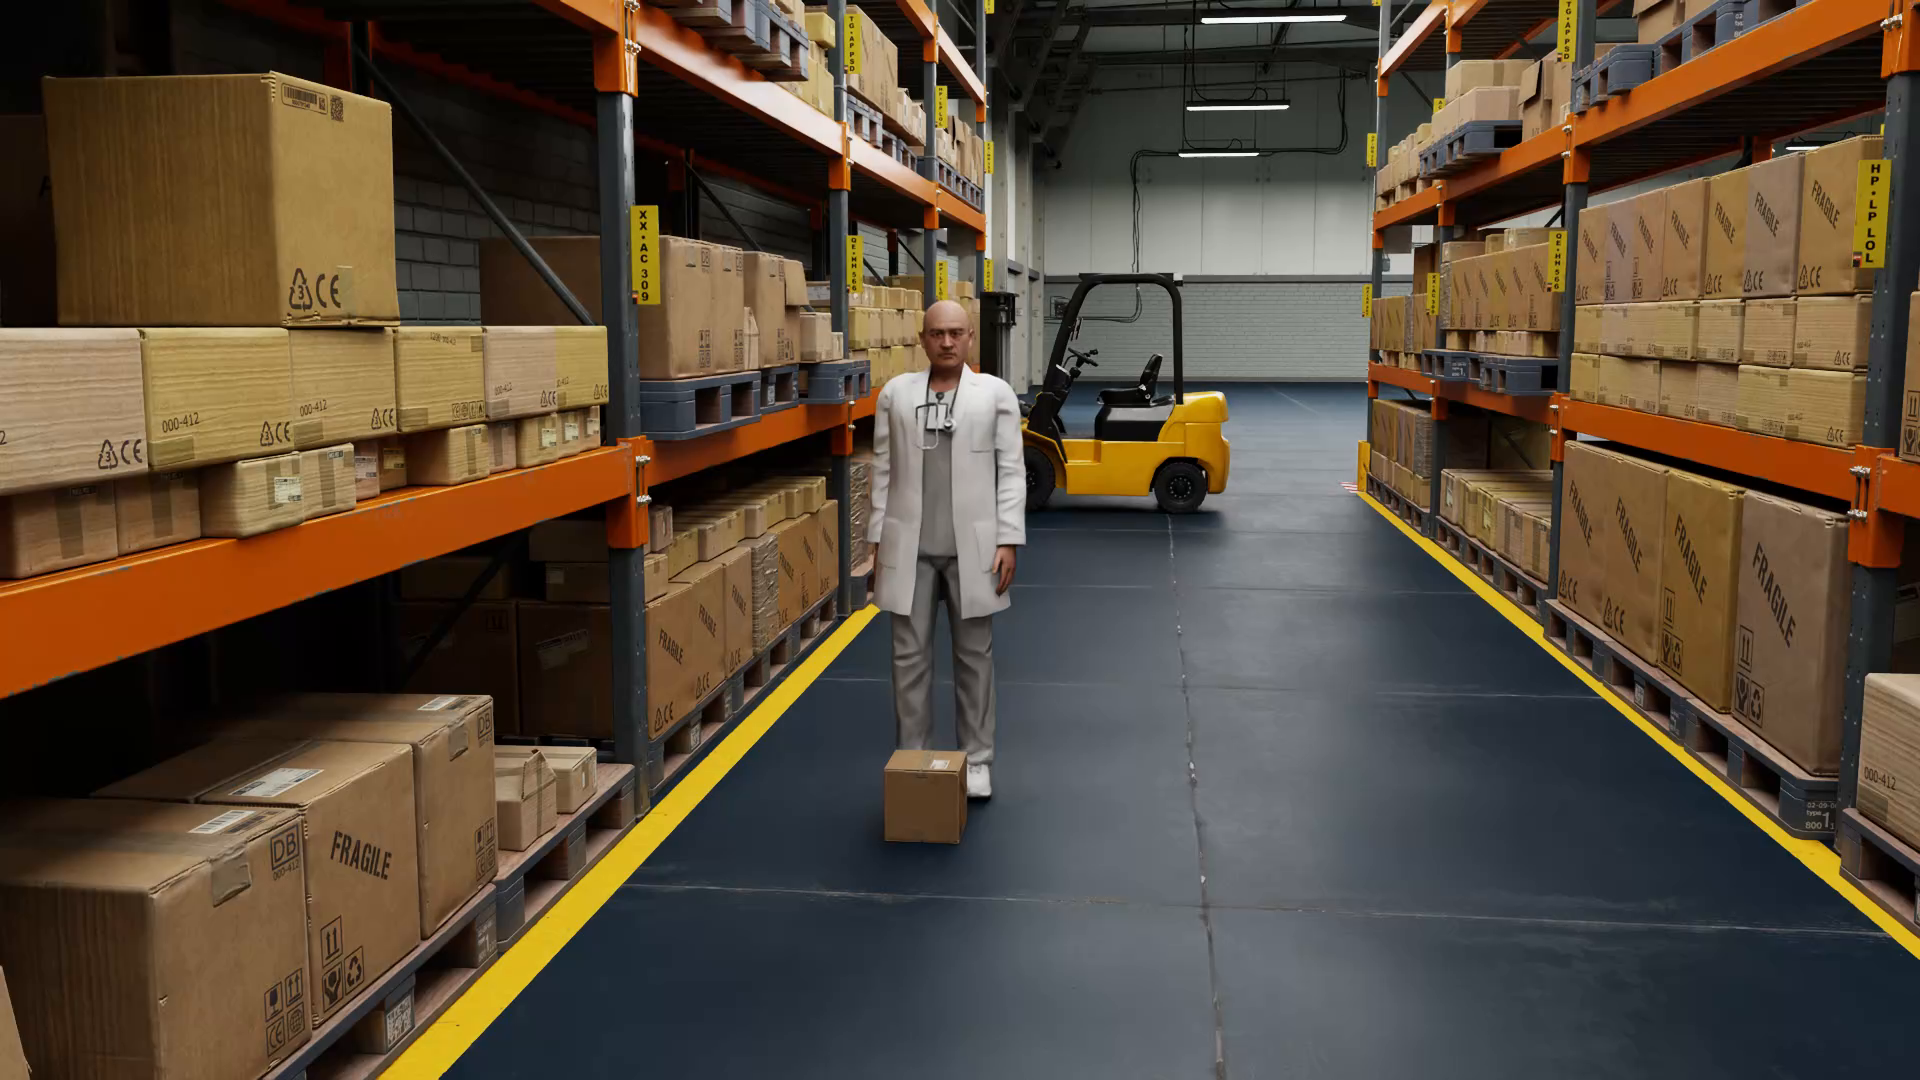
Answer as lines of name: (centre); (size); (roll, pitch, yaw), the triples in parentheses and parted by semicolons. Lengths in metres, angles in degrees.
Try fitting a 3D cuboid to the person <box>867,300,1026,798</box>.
person: (-0.056, 0.049, 5.996); (0.583, 1.812, 0.426); (1, 7, 6)
